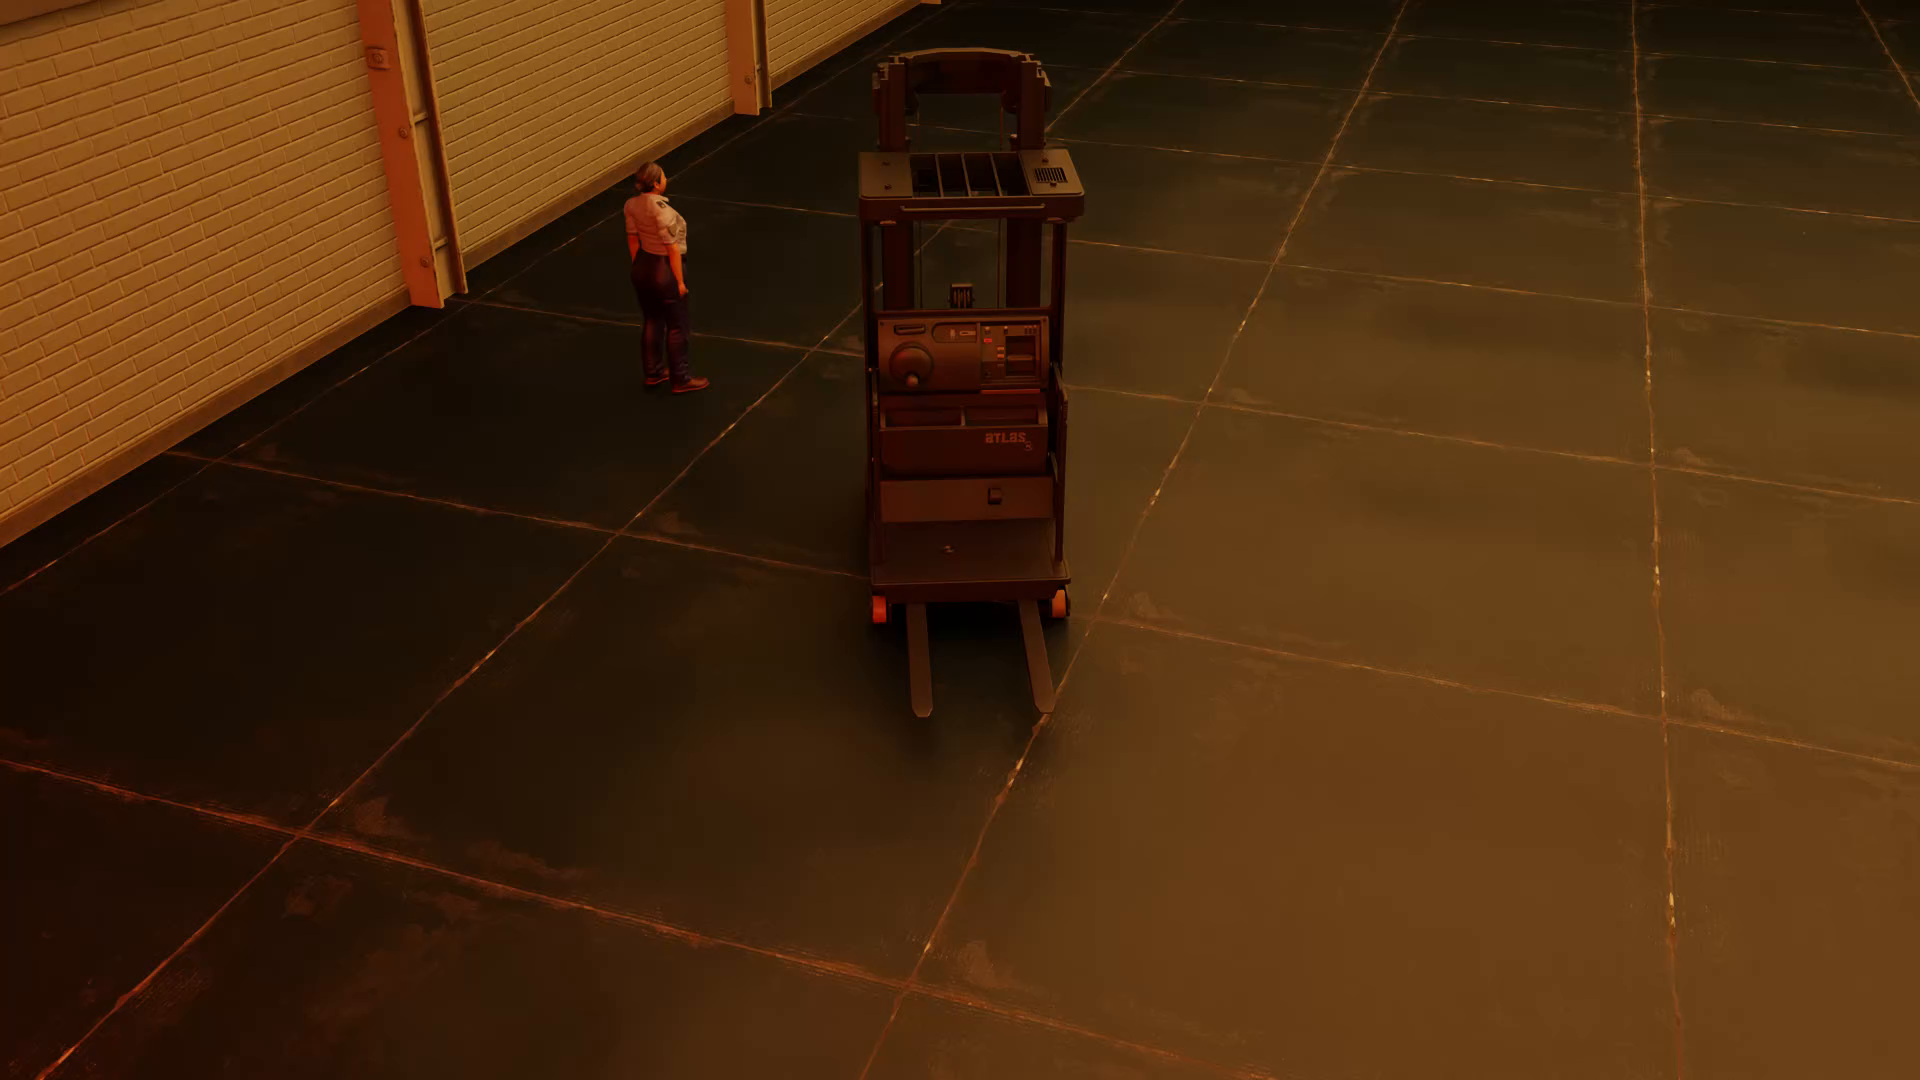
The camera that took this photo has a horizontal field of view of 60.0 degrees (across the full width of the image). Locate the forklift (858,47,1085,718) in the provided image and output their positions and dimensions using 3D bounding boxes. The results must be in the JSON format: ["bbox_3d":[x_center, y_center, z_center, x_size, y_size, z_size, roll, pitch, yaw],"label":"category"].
[{"bbox_3d":[0.035,-0.972,8.842,1.130,2.935,3.031,-2,30,-3],"label":"forklift"}]

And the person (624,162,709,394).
[{"bbox_3d":[-2.088,-1.844,11.672,0.480,1.653,0.352,21,36,32],"label":"person"}]
